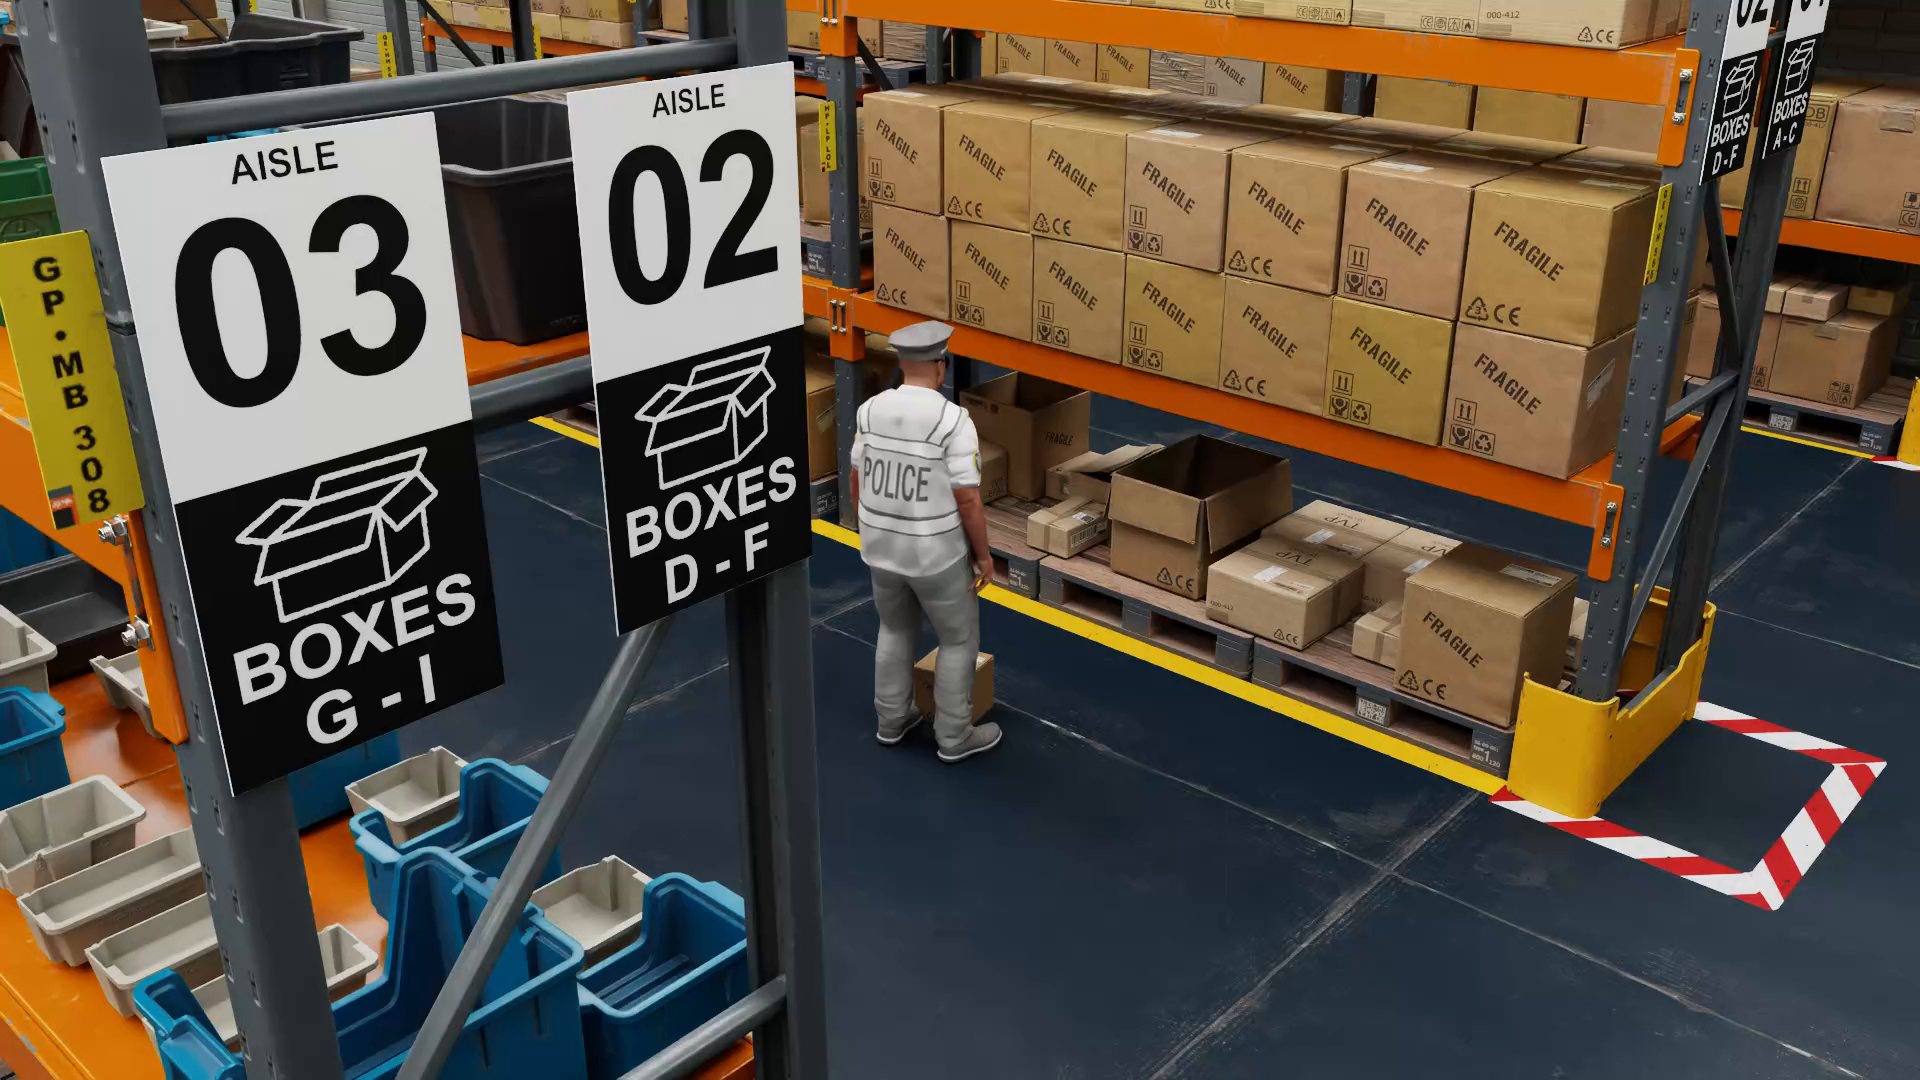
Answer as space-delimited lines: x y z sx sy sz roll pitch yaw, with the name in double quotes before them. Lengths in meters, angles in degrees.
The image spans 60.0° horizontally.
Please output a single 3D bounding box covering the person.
"person" -0.158 0.033 6.516 0.588 1.747 0.433 13 27 27
